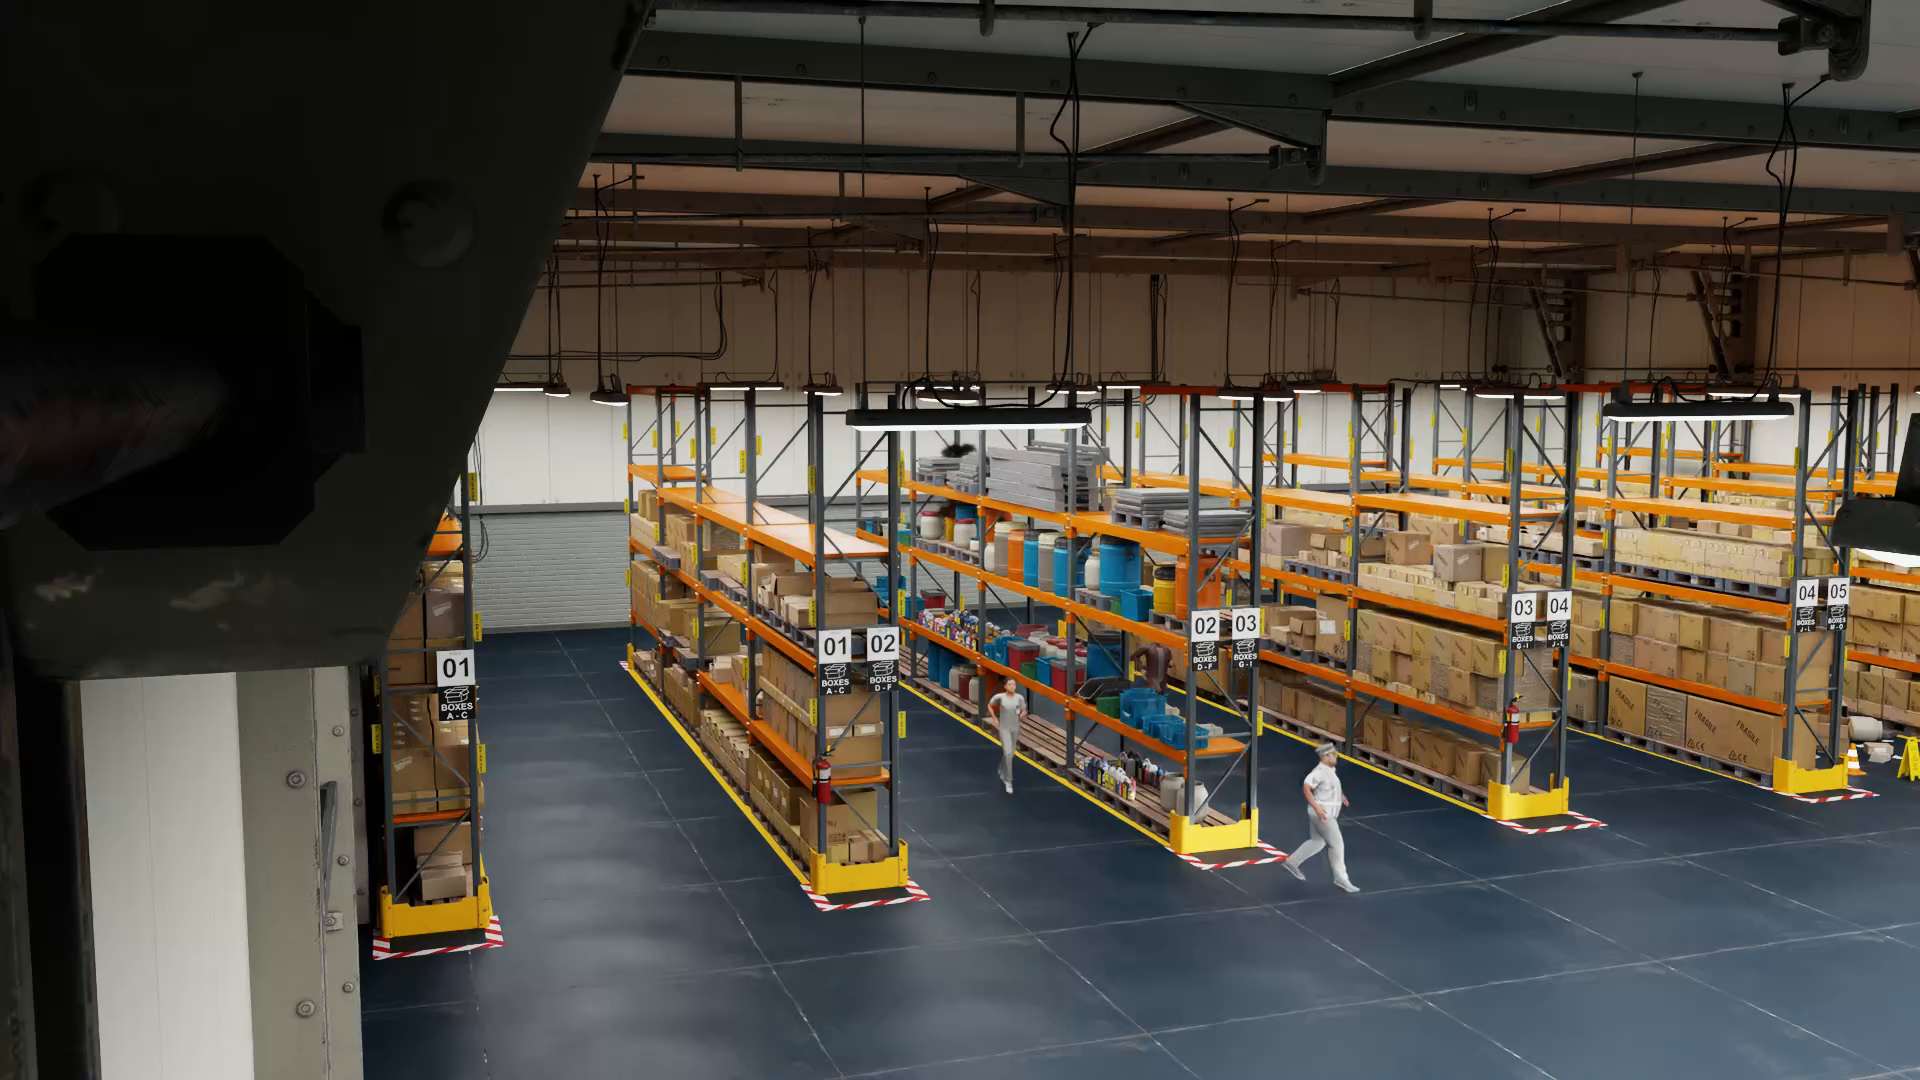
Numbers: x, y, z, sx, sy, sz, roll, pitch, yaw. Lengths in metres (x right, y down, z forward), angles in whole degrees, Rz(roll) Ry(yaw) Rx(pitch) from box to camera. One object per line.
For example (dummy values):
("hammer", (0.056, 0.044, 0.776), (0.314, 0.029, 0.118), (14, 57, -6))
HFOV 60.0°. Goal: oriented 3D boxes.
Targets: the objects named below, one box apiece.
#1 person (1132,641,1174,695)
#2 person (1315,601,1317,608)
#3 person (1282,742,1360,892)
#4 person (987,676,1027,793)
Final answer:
("person", (3.385, 2.481, 28.859), (0.687, 1.836, 0.879), (-3, 7, -30))
("person", (8.993, 1.269, 40.387), (0.740, 1.793, 0.676), (-3, 7, -27))
("person", (4.426, 3.359, 20.324), (0.934, 1.809, 0.679), (1, 6, 13))
("person", (0.732, 2.923, 25.146), (0.550, 1.700, 0.780), (-2, 6, -21))
